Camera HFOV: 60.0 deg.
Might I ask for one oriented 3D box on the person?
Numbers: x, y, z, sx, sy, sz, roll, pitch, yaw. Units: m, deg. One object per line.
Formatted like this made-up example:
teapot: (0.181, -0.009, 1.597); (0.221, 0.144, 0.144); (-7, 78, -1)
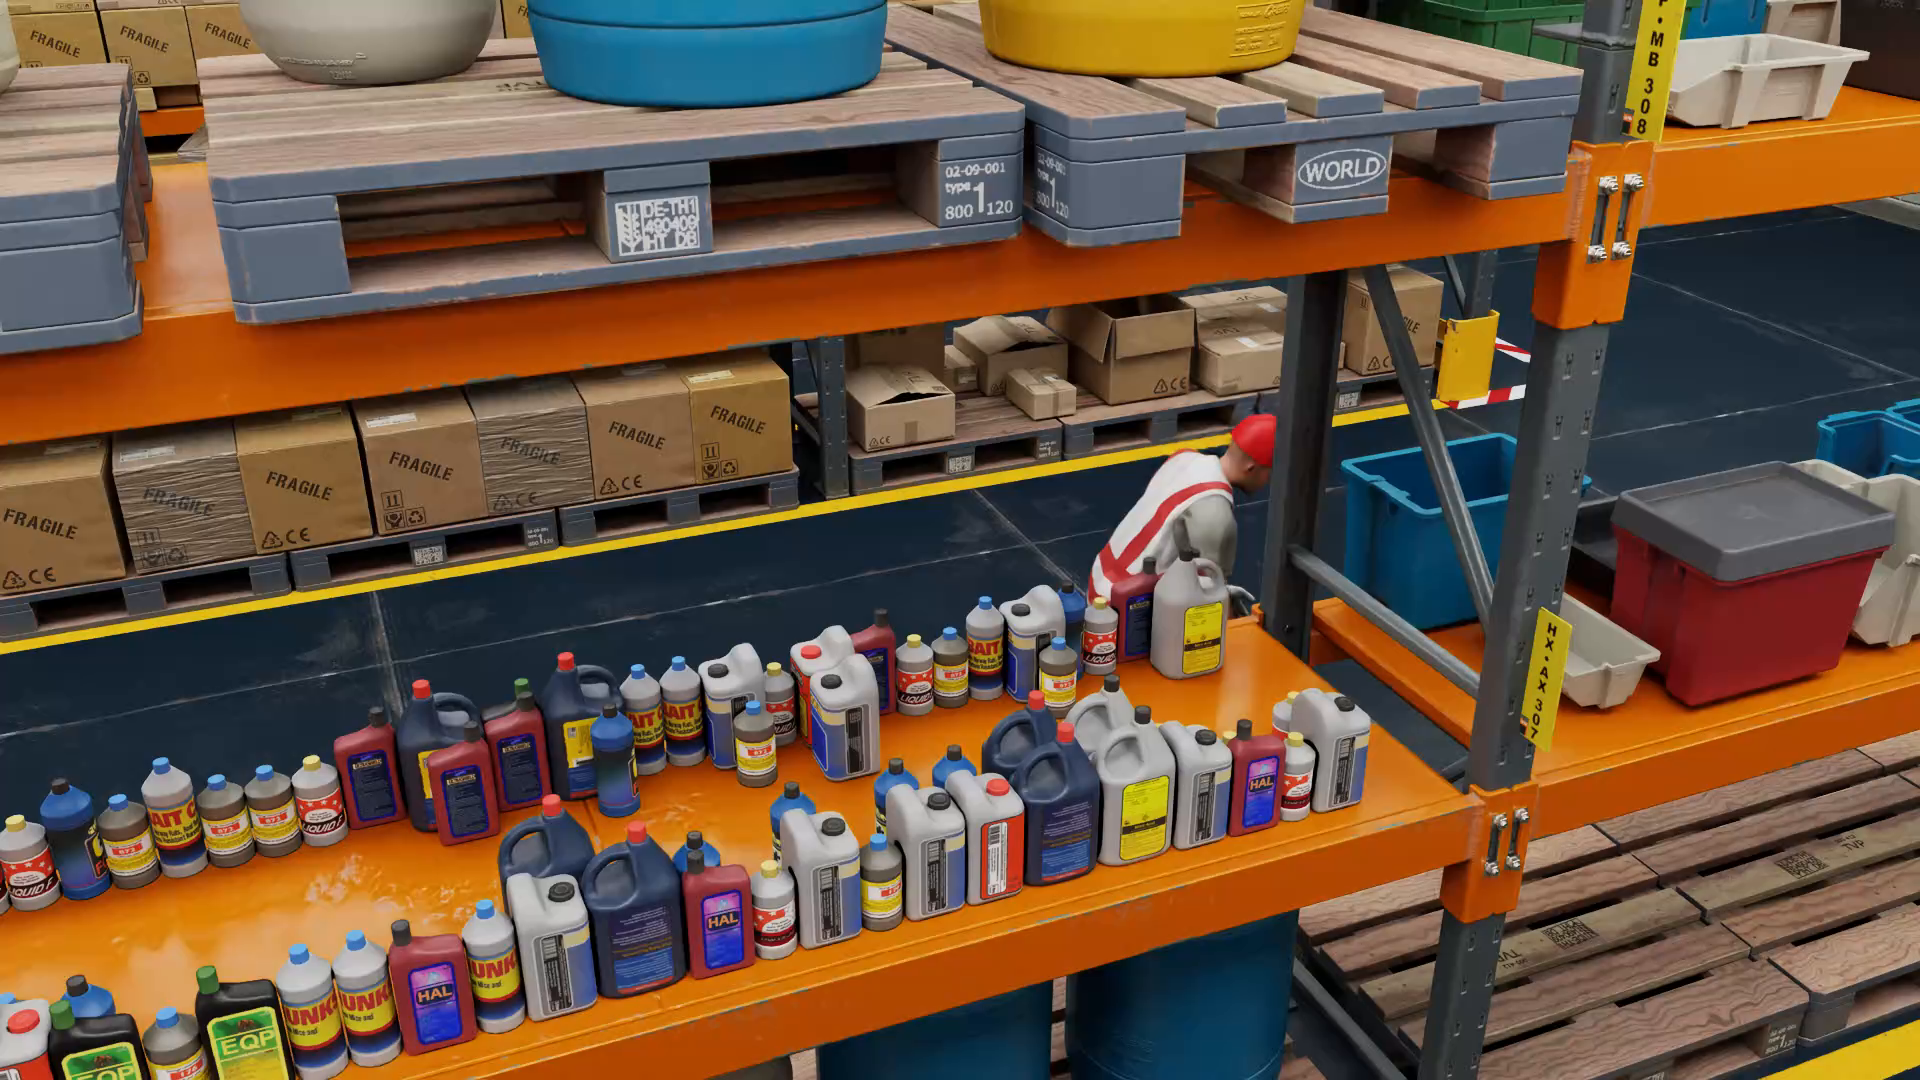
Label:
person: (0.799, 0.256, 5.884); (0.711, 1.501, 0.581); (1, 26, 1)
